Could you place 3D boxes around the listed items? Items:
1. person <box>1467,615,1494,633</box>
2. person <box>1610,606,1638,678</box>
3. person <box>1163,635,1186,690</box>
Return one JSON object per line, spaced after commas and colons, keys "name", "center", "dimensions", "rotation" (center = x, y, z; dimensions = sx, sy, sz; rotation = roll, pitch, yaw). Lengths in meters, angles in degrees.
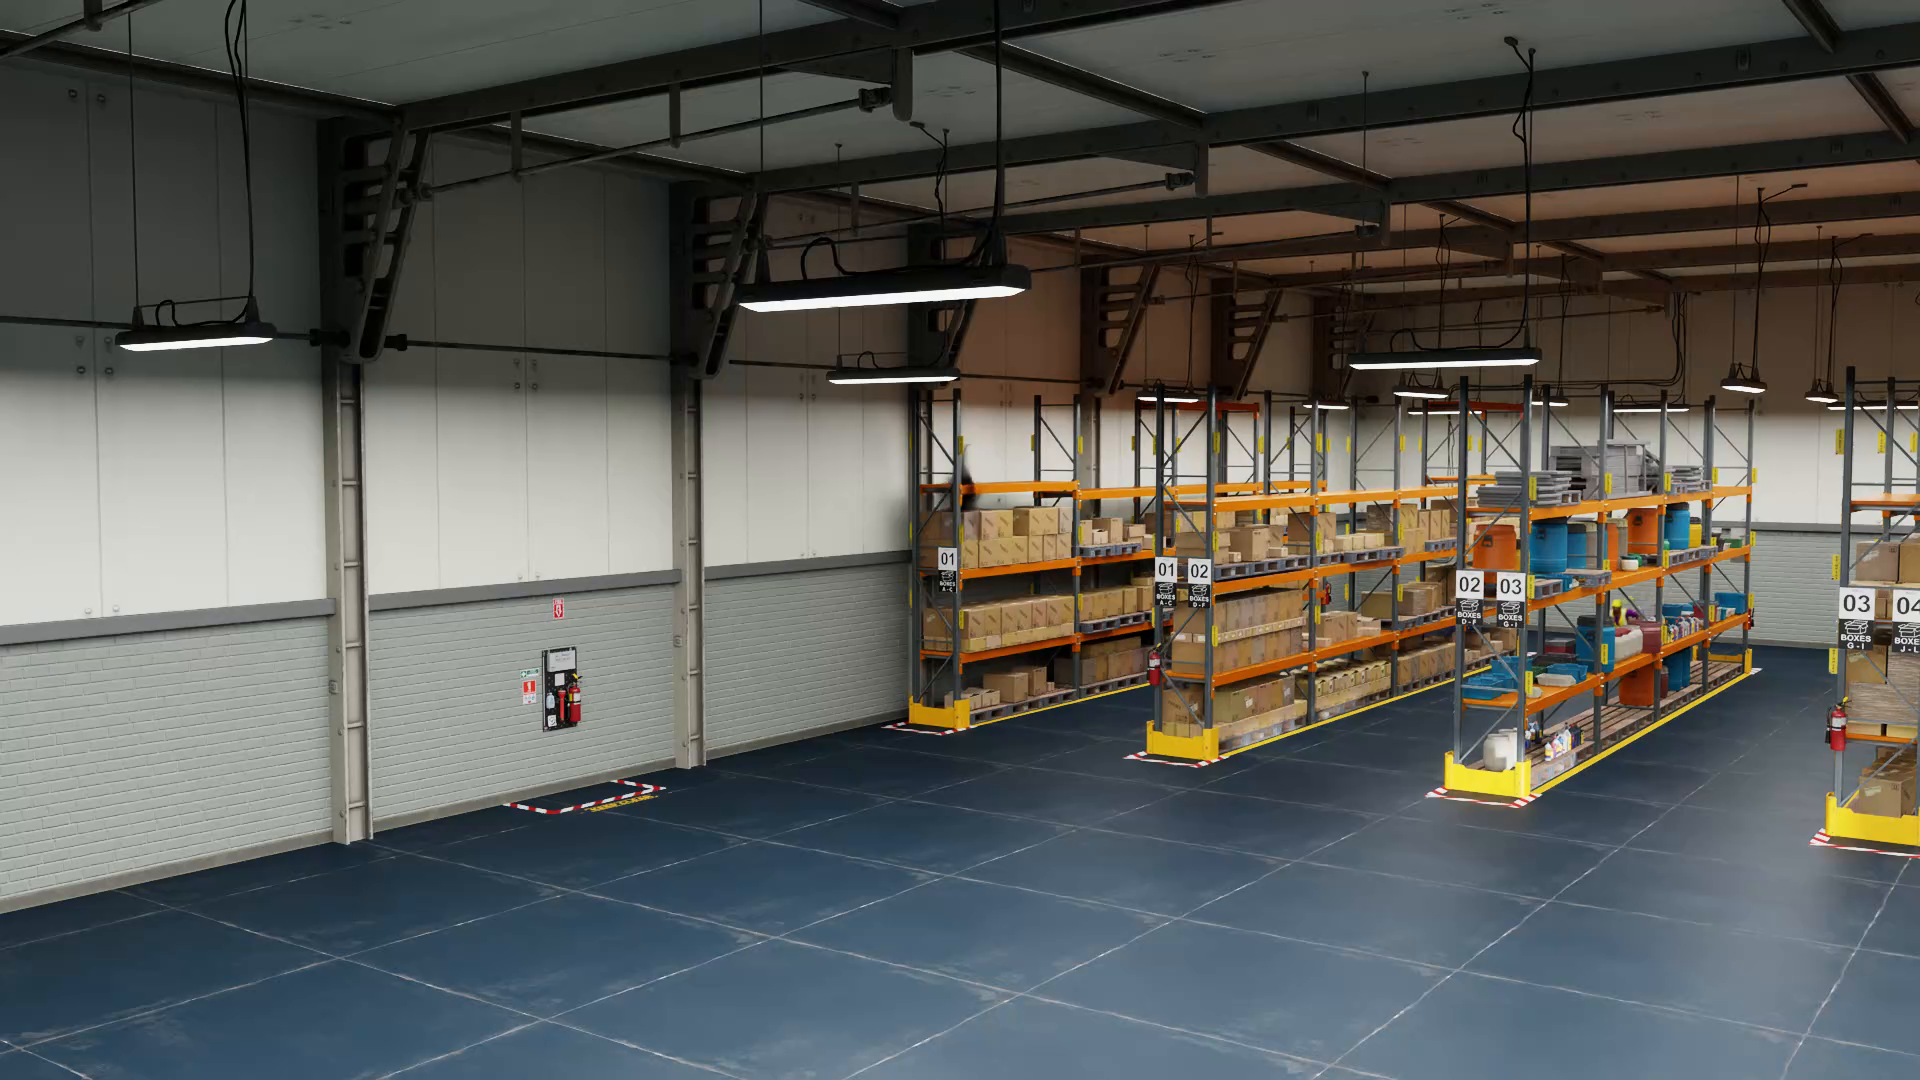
{"name": "person", "center": [12.917, 1.922, 41.335], "dimensions": [0.599, 1.507, 0.995], "rotation": [-2, 4, -36]}
{"name": "person", "center": [14.331, 2.138, 36.124], "dimensions": [0.743, 1.676, 1.030], "rotation": [2, 4, 29]}
{"name": "person", "center": [4.021, 2.388, 30.882], "dimensions": [0.616, 1.748, 0.720], "rotation": [1, 3, 21]}
